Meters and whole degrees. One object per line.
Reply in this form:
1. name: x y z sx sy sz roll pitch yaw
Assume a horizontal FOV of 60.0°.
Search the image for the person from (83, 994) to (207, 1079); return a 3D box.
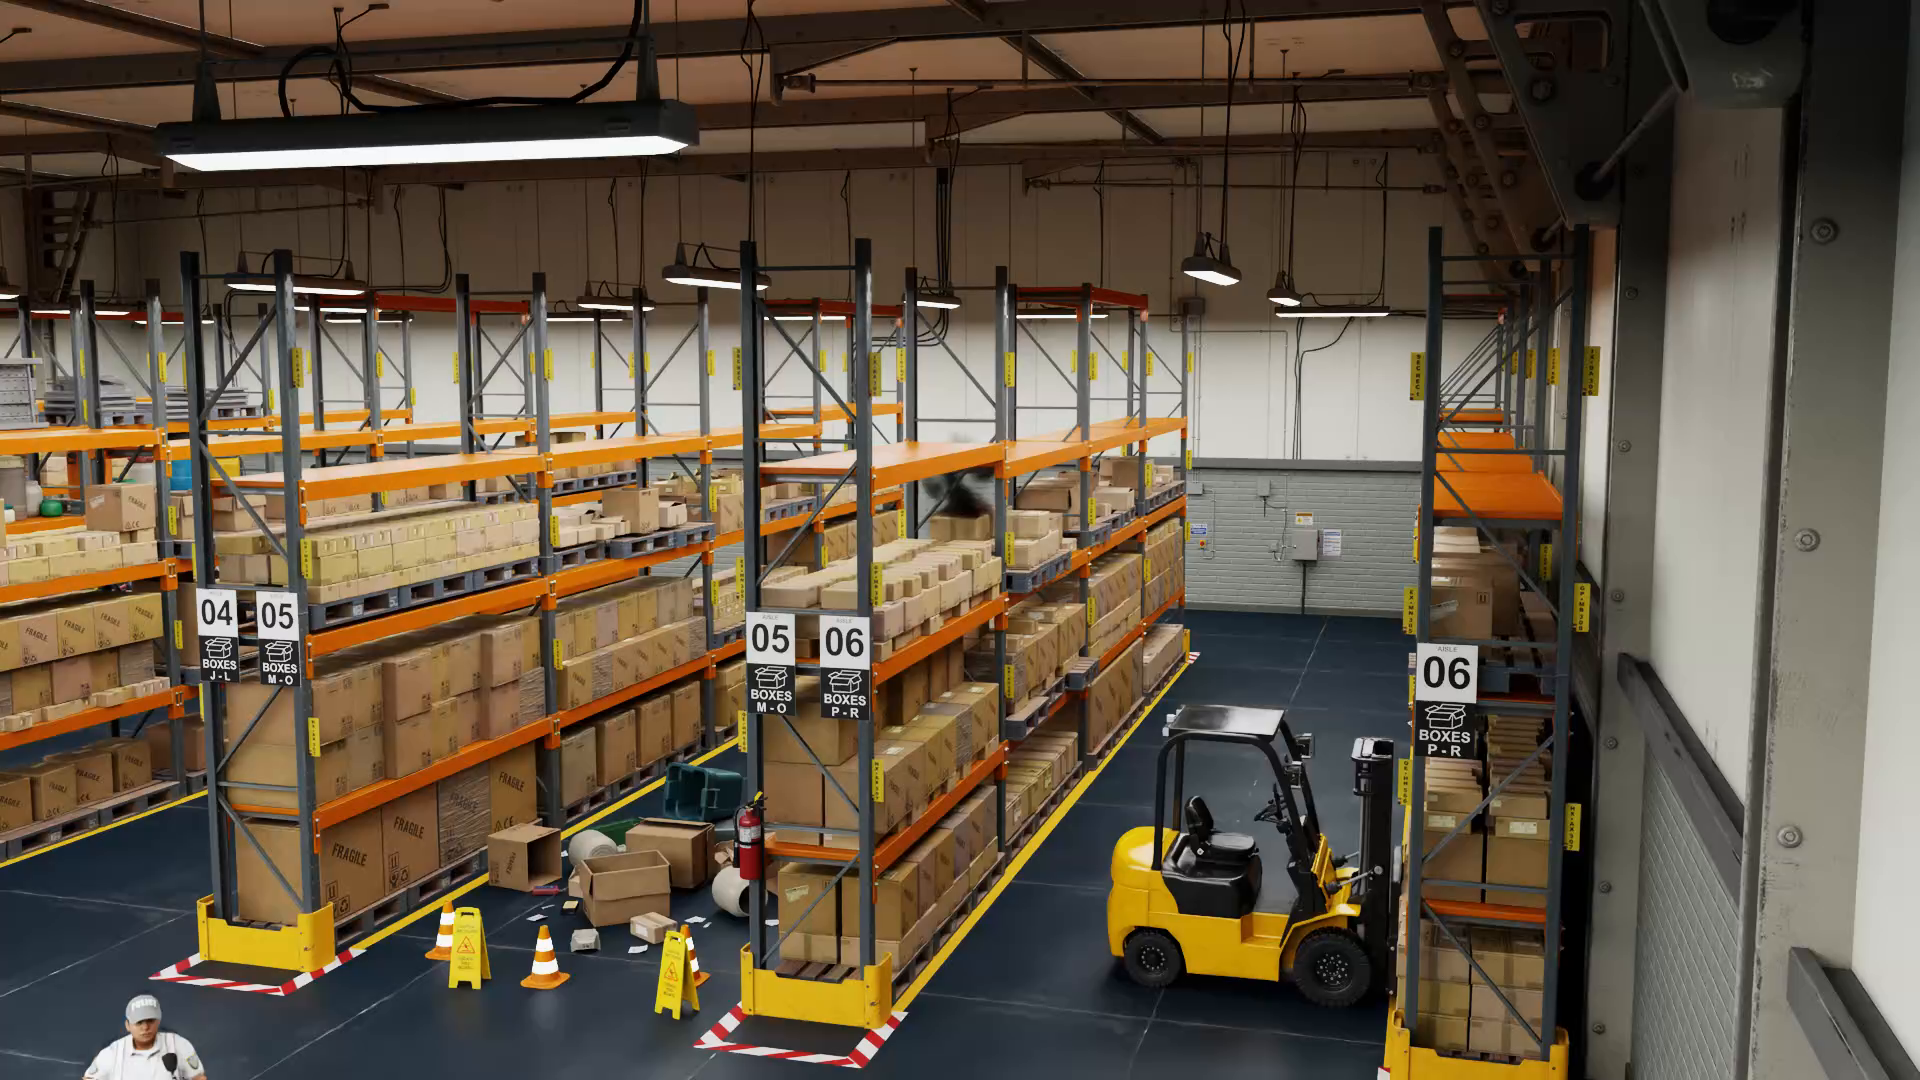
1. person: -4.471 3.311 9.178 0.613 1.644 0.919 -4 8 -33
